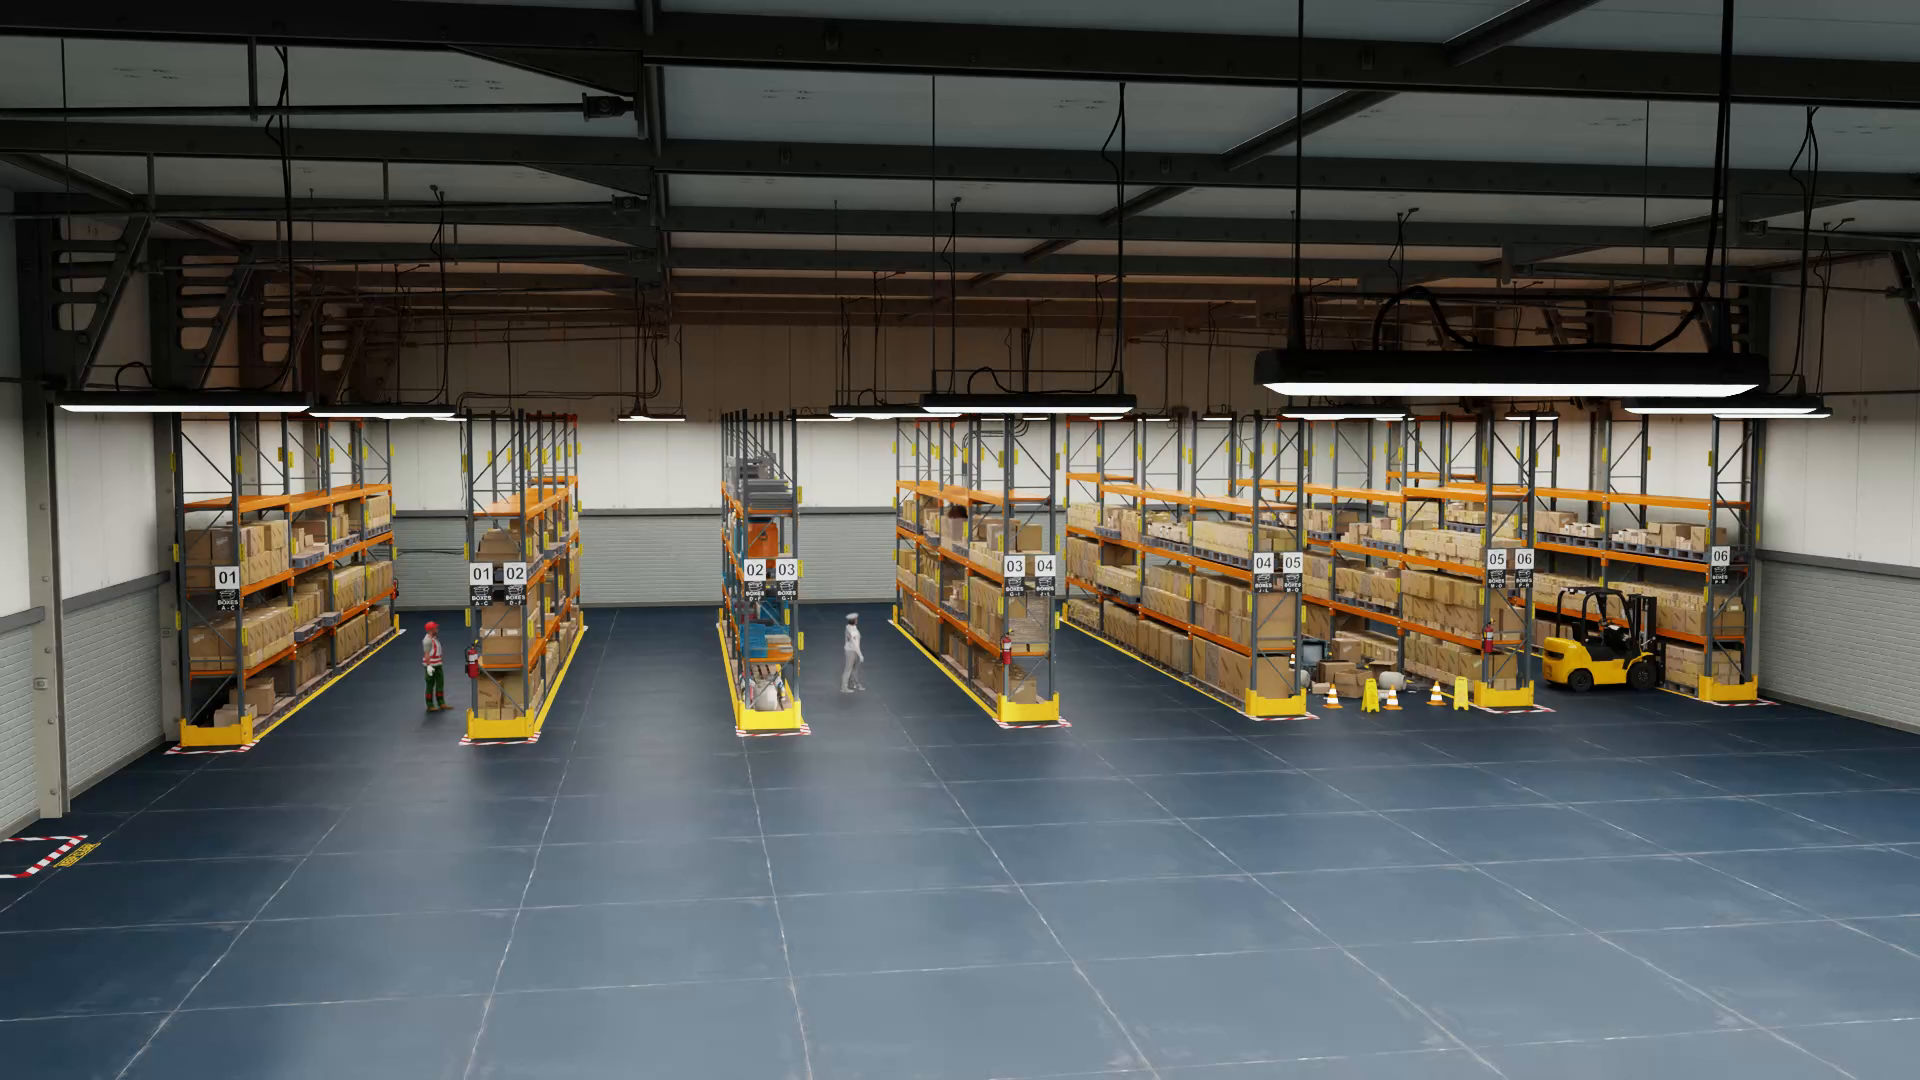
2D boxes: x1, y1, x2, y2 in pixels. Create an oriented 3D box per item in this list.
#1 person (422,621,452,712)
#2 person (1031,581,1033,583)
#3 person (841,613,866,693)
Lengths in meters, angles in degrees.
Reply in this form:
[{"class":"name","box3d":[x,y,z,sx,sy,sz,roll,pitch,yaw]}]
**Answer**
[{"class":"person","box3d":[-10.494,2.517,33.234,0.472,1.793,0.615,1,4,17]},{"class":"person","box3d":[1.794,1.555,47.772,0.610,1.813,0.877,-1,4,-8]},{"class":"person","box3d":[-2.257,2.382,35.192,0.552,1.701,0.635,0,4,-7]}]
